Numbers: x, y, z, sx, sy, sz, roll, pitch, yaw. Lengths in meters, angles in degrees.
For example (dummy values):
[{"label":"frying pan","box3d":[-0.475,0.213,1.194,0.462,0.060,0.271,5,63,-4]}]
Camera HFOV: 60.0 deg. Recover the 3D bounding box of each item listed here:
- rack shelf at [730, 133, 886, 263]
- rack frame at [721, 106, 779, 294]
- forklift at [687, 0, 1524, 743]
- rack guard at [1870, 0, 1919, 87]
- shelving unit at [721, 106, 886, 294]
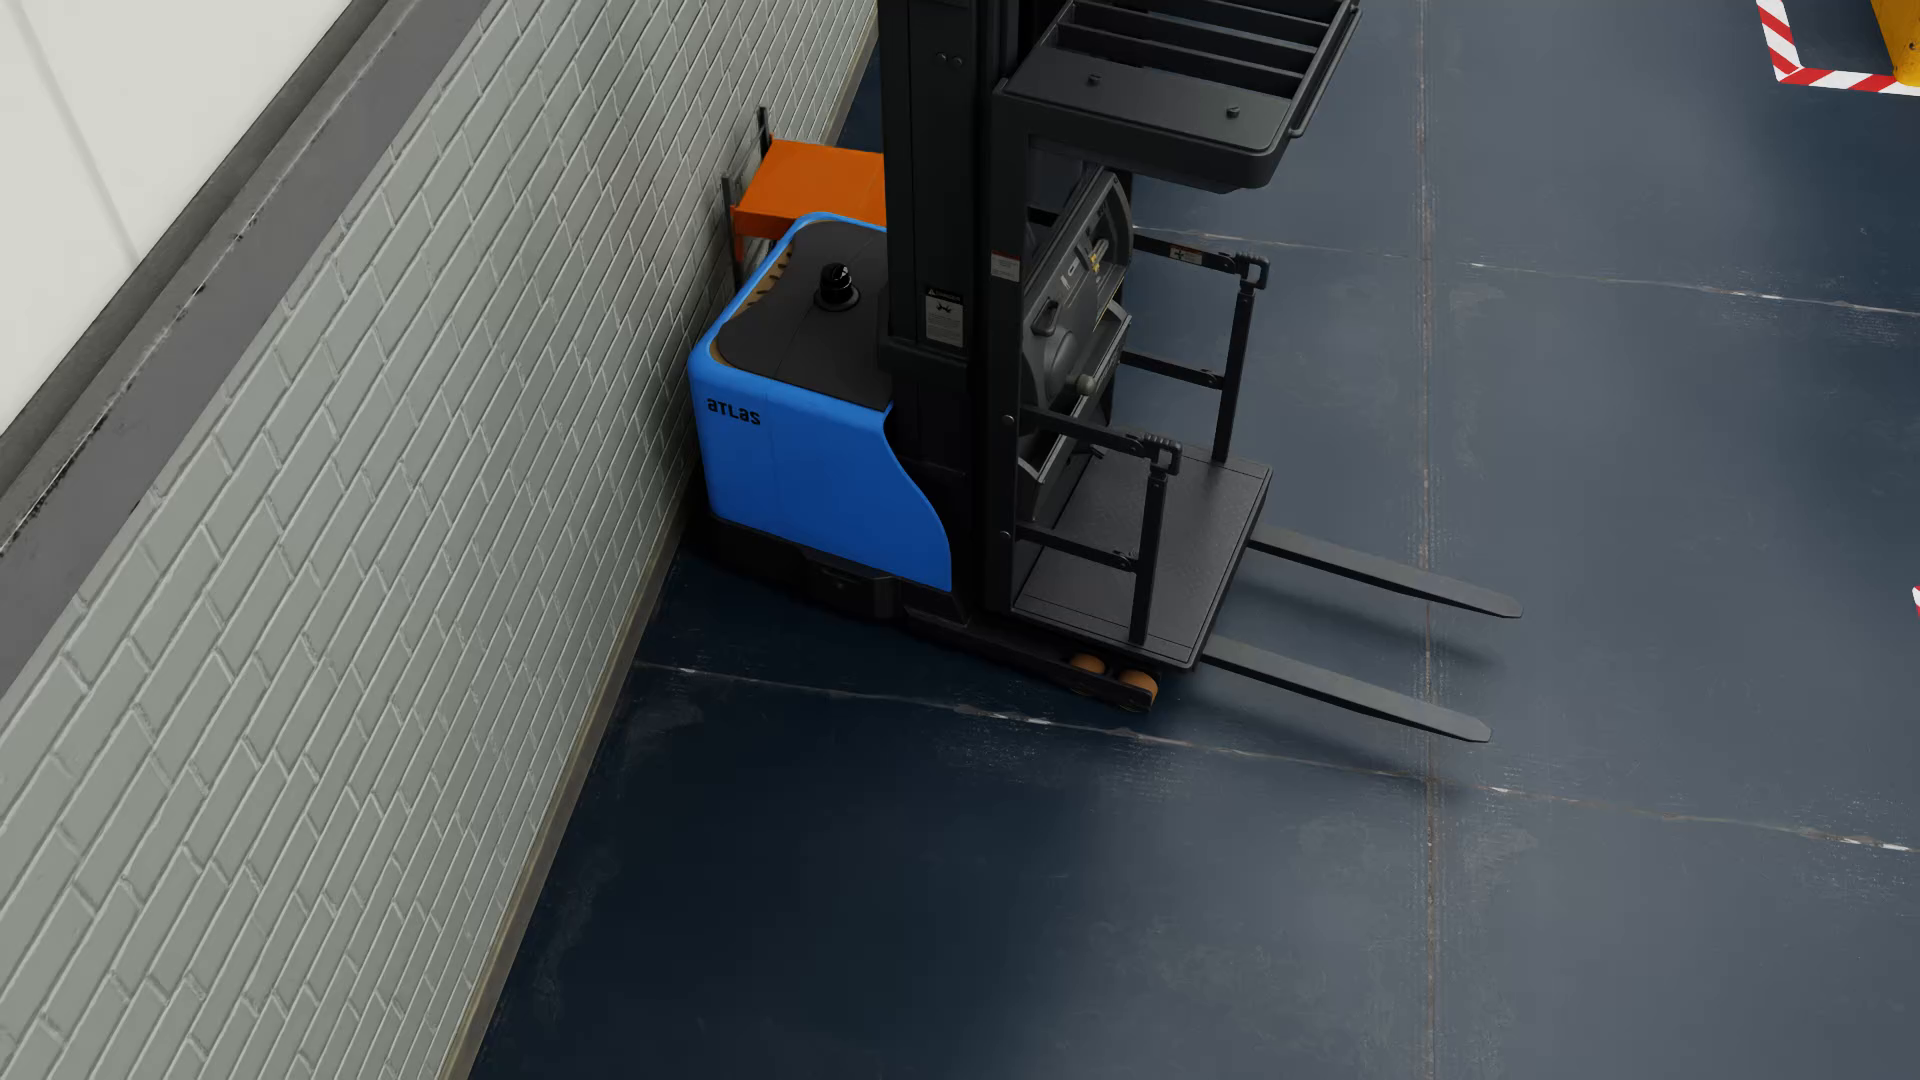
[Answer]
[{"label":"rack shelf","box3d":[-0.366,-1.326,6.763,1.000,0.278,0.538,10,49,9]},{"label":"rack frame","box3d":[-0.861,-1.217,7.059,0.032,1.125,0.500,10,49,9]},{"label":"forklift","box3d":[0.580,-0.796,5.467,3.031,2.935,1.130,18,50,15]},{"label":"rack guard","box3d":[5.297,-3.012,9.092,0.348,0.500,1.175,8,49,7]},{"label":"shelving unit","box3d":[-0.366,-1.130,6.981,1.048,1.125,0.538,10,49,9]}]
